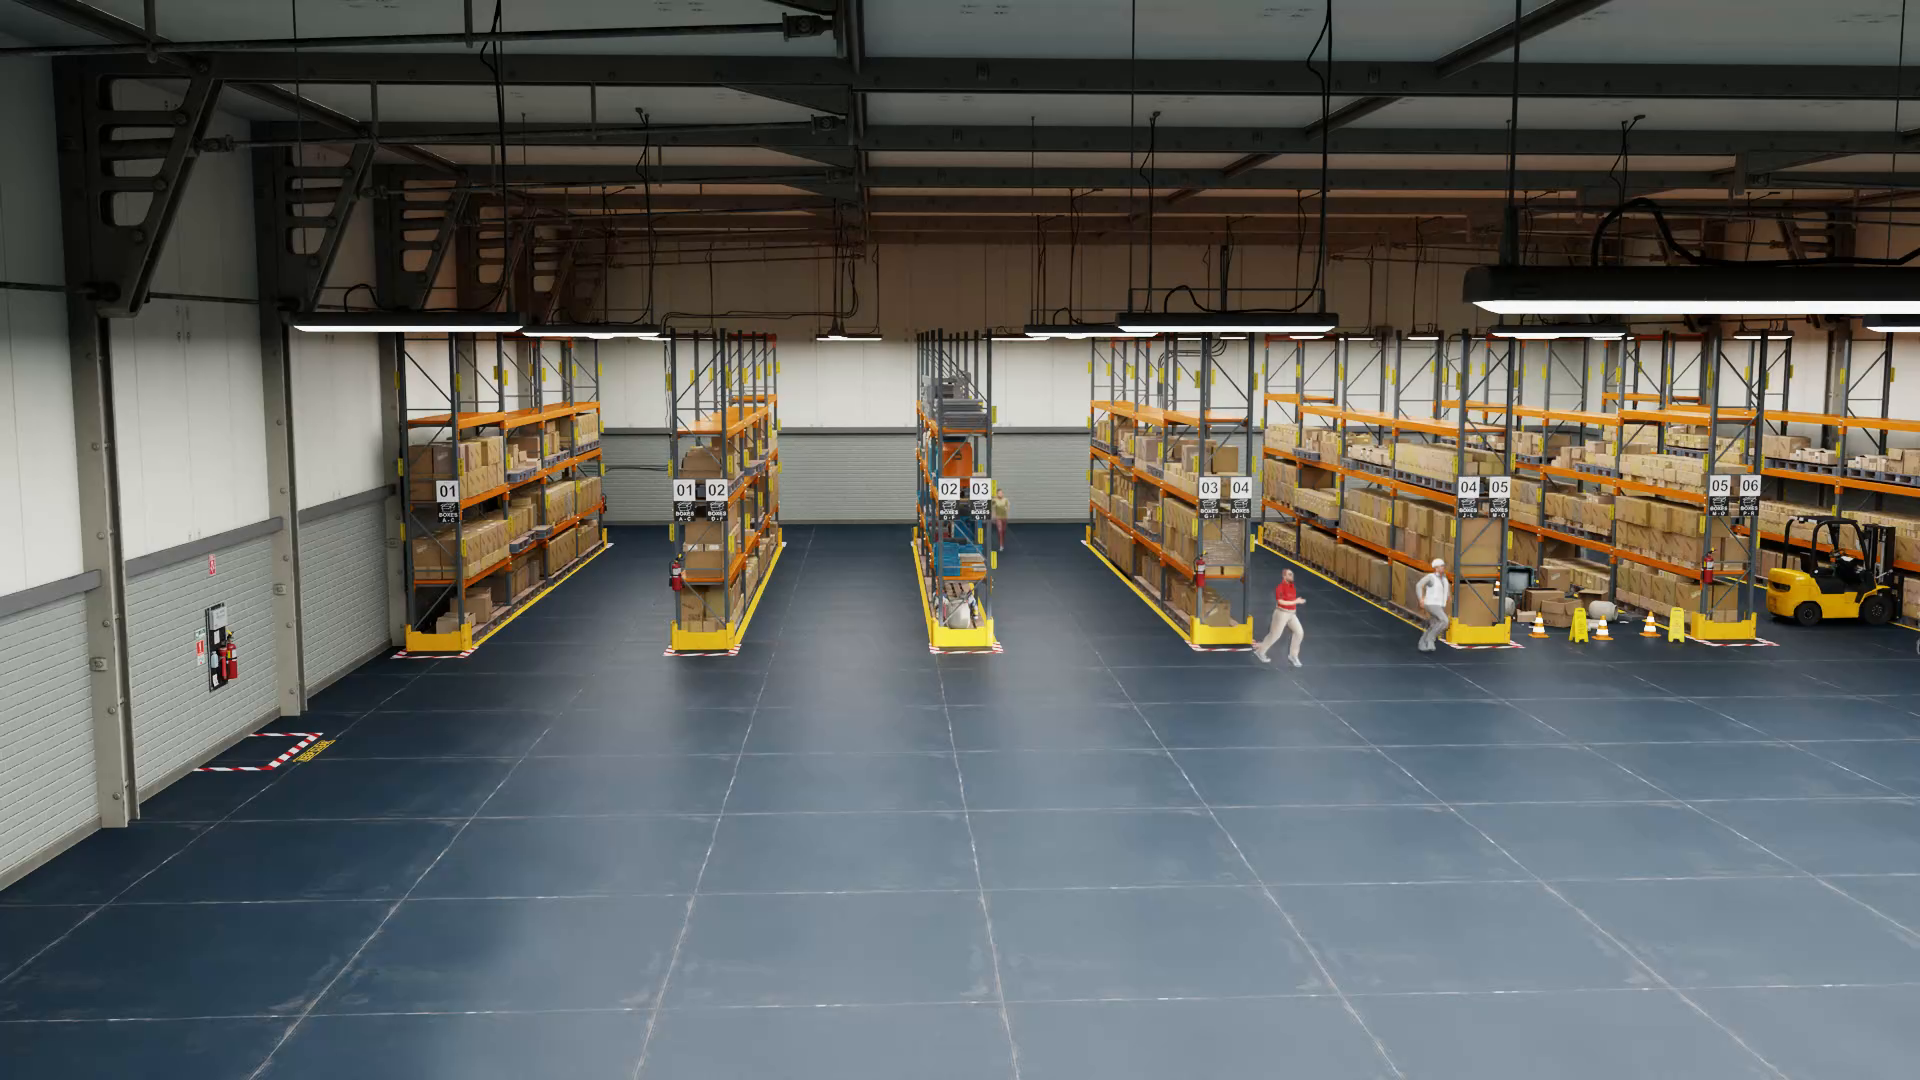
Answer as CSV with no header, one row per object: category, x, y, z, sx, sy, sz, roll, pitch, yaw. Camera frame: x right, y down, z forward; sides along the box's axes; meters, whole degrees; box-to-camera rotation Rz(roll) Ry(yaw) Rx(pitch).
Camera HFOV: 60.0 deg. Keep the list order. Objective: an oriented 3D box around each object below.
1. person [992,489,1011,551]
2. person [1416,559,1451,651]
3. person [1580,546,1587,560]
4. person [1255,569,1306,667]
person,1.129,-0.584,46.327,0.581,1.692,0.855,-2,7,-13
person,8.915,1.211,30.988,0.651,1.707,0.640,-5,8,-37
person,15.994,-0.139,42.919,0.589,1.618,0.722,0,7,2
person,5.763,1.388,29.675,0.923,1.788,0.672,6,9,39
